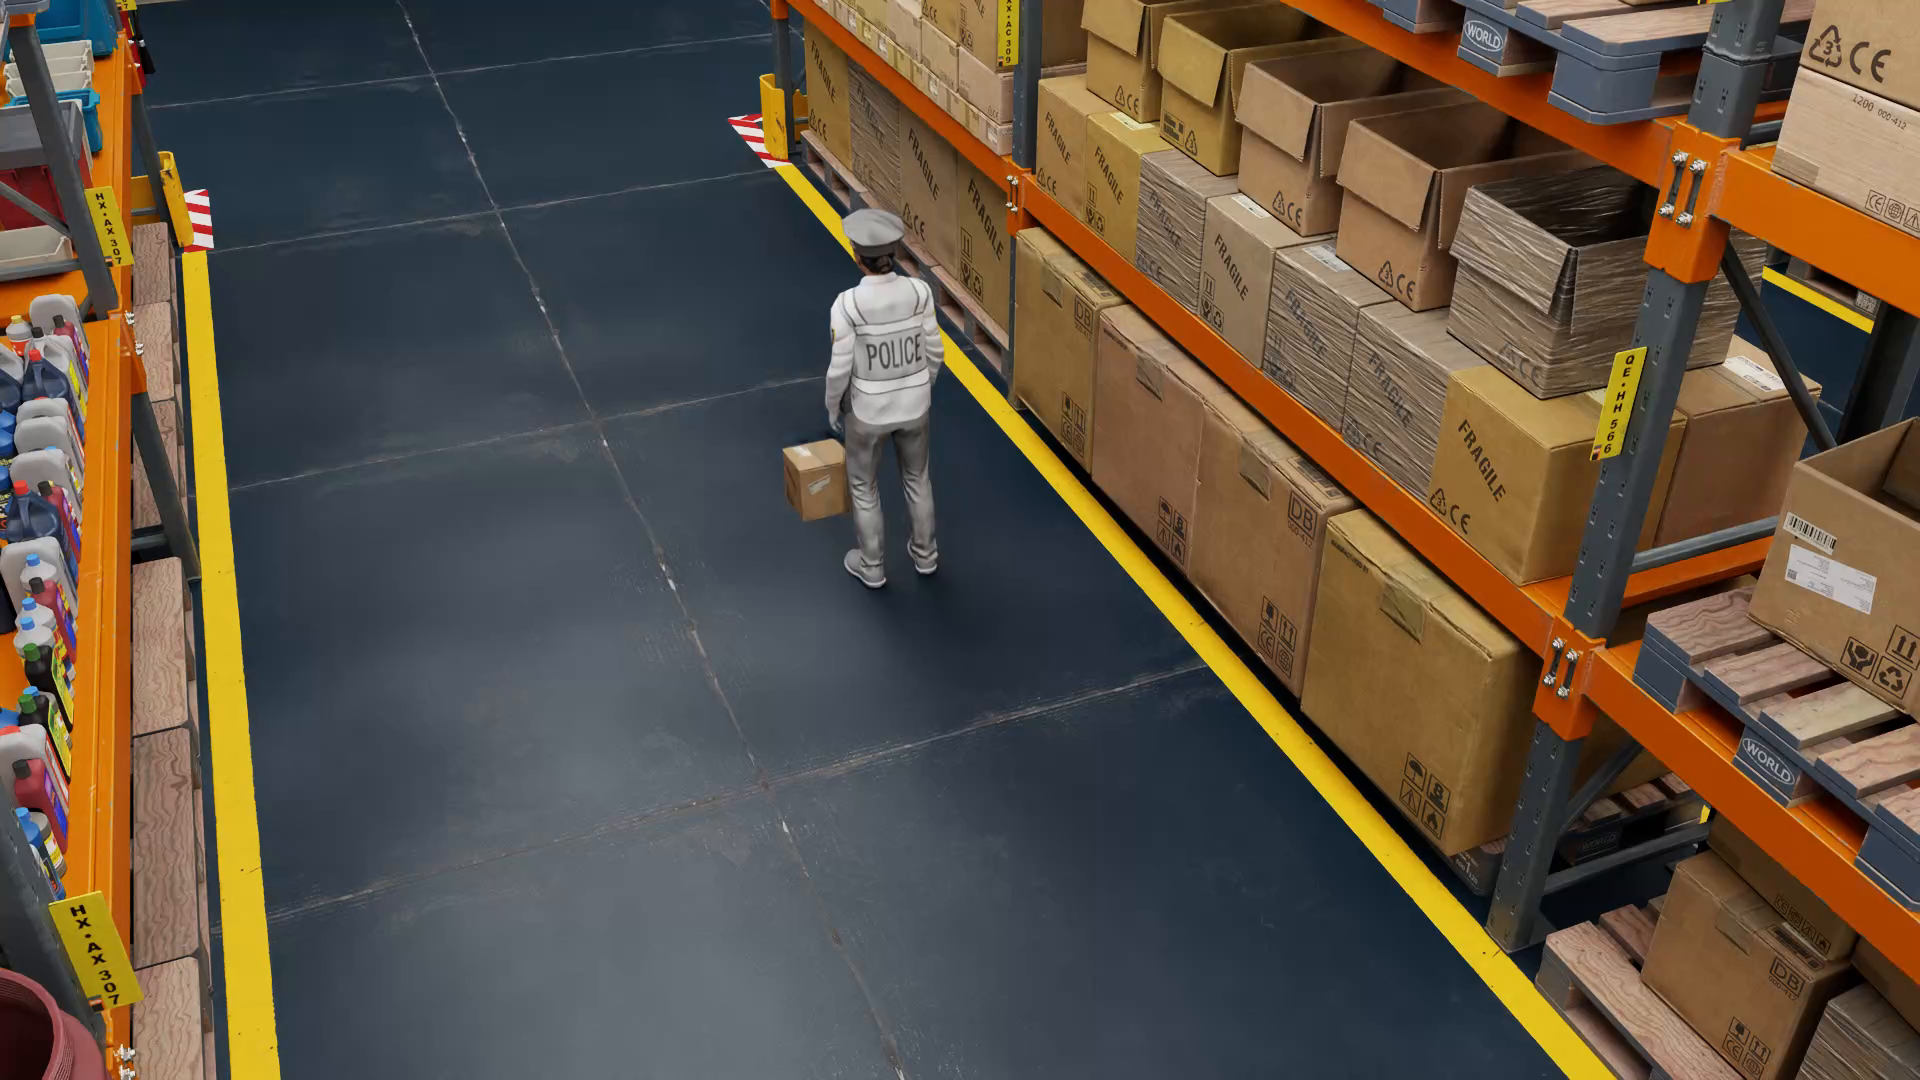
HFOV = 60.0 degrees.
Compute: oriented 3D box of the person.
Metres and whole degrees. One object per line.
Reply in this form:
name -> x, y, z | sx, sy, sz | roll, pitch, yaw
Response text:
person -> -0.314, -0.552, 6.961 | 0.510, 1.669, 0.358 | -13, 36, -19
